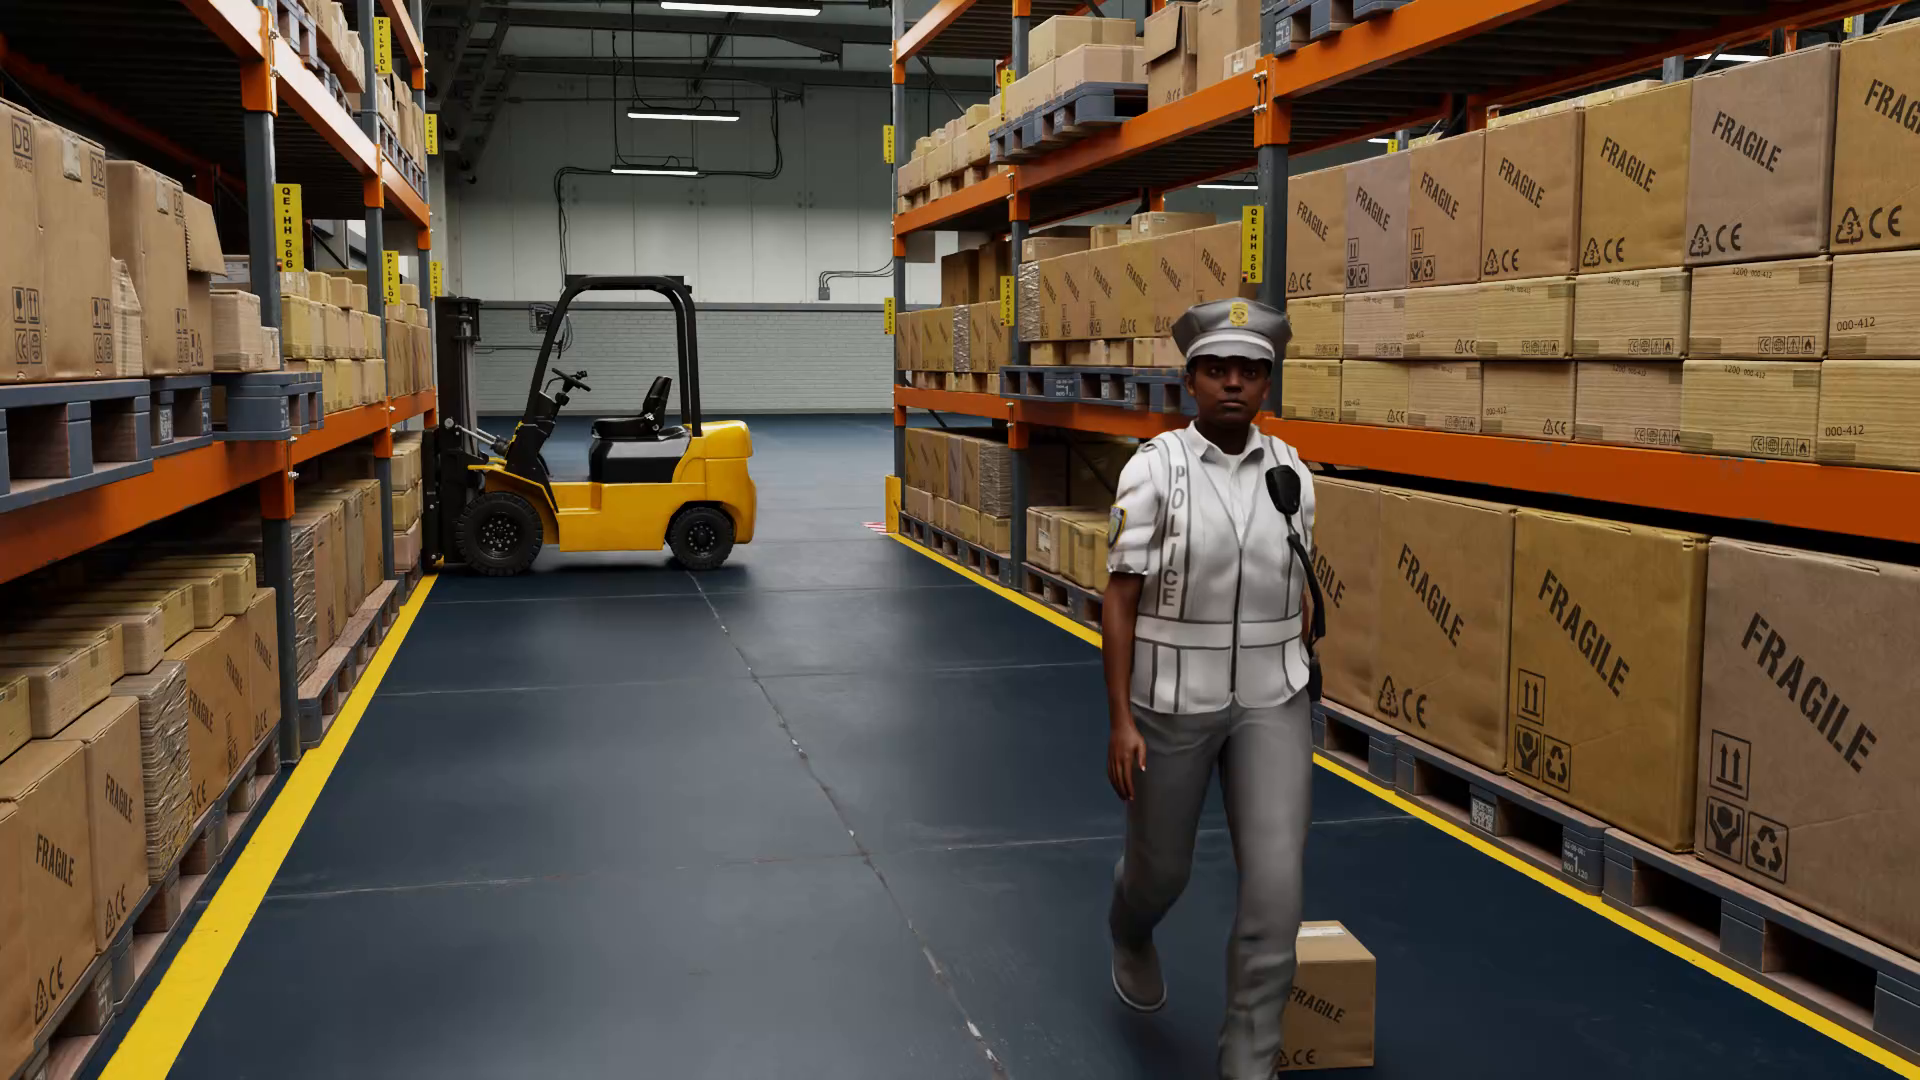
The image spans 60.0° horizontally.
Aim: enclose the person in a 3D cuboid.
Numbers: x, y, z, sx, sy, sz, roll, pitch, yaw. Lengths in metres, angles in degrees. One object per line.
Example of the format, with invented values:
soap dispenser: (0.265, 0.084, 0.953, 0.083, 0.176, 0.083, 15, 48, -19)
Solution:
person: (0.512, 0.326, 3.491, 0.464, 1.649, 0.899, -1, 6, -5)
